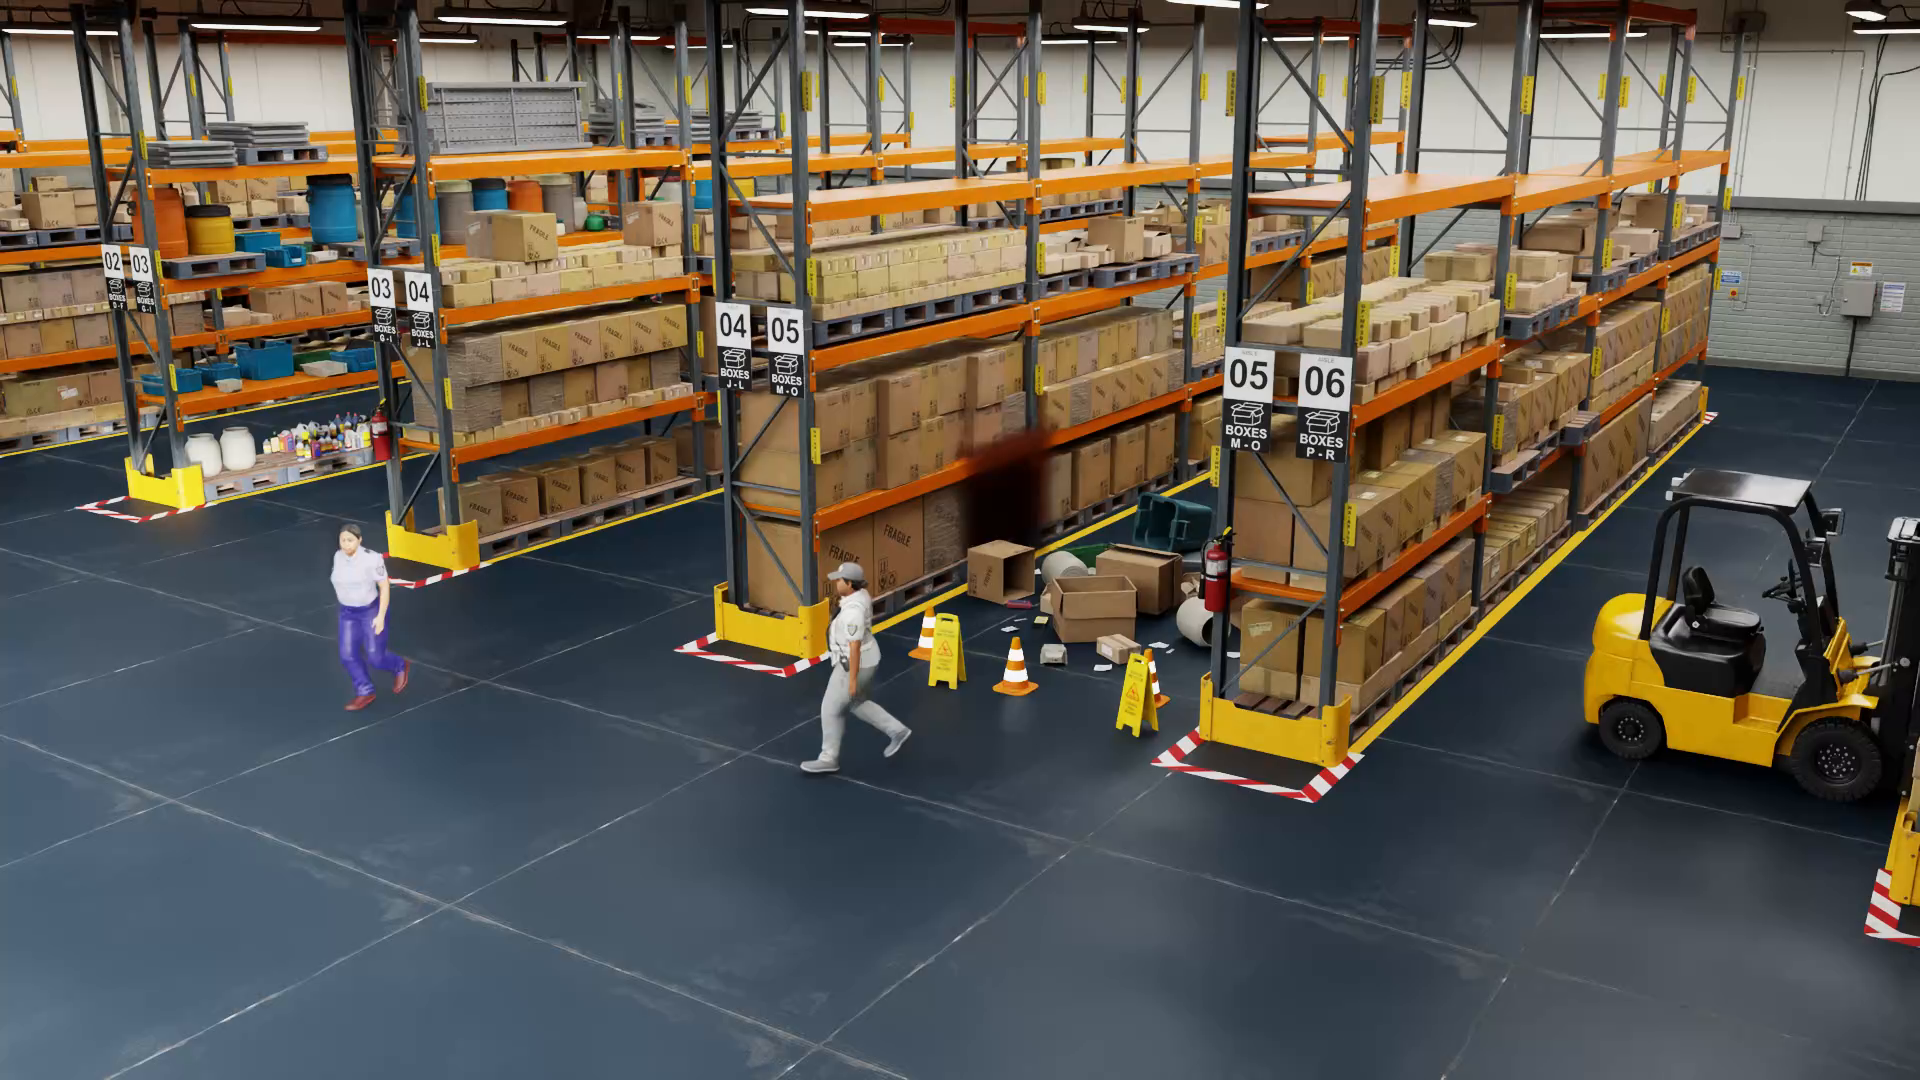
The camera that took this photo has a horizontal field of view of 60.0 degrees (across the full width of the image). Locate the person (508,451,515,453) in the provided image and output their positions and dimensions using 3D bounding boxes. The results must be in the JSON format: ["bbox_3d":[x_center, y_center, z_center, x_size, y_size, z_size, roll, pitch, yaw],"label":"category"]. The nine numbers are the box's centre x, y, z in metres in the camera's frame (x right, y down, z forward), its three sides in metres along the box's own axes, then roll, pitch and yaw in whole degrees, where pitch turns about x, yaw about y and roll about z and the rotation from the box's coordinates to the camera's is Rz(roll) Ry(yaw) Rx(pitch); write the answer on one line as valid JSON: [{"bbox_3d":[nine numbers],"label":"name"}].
[{"bbox_3d":[-6.426,-2.078,23.419,0.556,1.740,0.598,-13,20,-39],"label":"person"}]

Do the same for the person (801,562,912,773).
[{"bbox_3d":[-0.800,0.956,12.695,0.830,1.629,0.500,1,16,5],"label":"person"}]

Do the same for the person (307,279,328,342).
[{"bbox_3d":[-11.736,-3.877,30.084,0.481,1.655,0.516,-14,21,-41],"label":"person"}]

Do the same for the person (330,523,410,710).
[{"bbox_3d":[-4.992,0.607,14.061,0.538,1.629,0.575,5,16,16],"label":"person"}]
